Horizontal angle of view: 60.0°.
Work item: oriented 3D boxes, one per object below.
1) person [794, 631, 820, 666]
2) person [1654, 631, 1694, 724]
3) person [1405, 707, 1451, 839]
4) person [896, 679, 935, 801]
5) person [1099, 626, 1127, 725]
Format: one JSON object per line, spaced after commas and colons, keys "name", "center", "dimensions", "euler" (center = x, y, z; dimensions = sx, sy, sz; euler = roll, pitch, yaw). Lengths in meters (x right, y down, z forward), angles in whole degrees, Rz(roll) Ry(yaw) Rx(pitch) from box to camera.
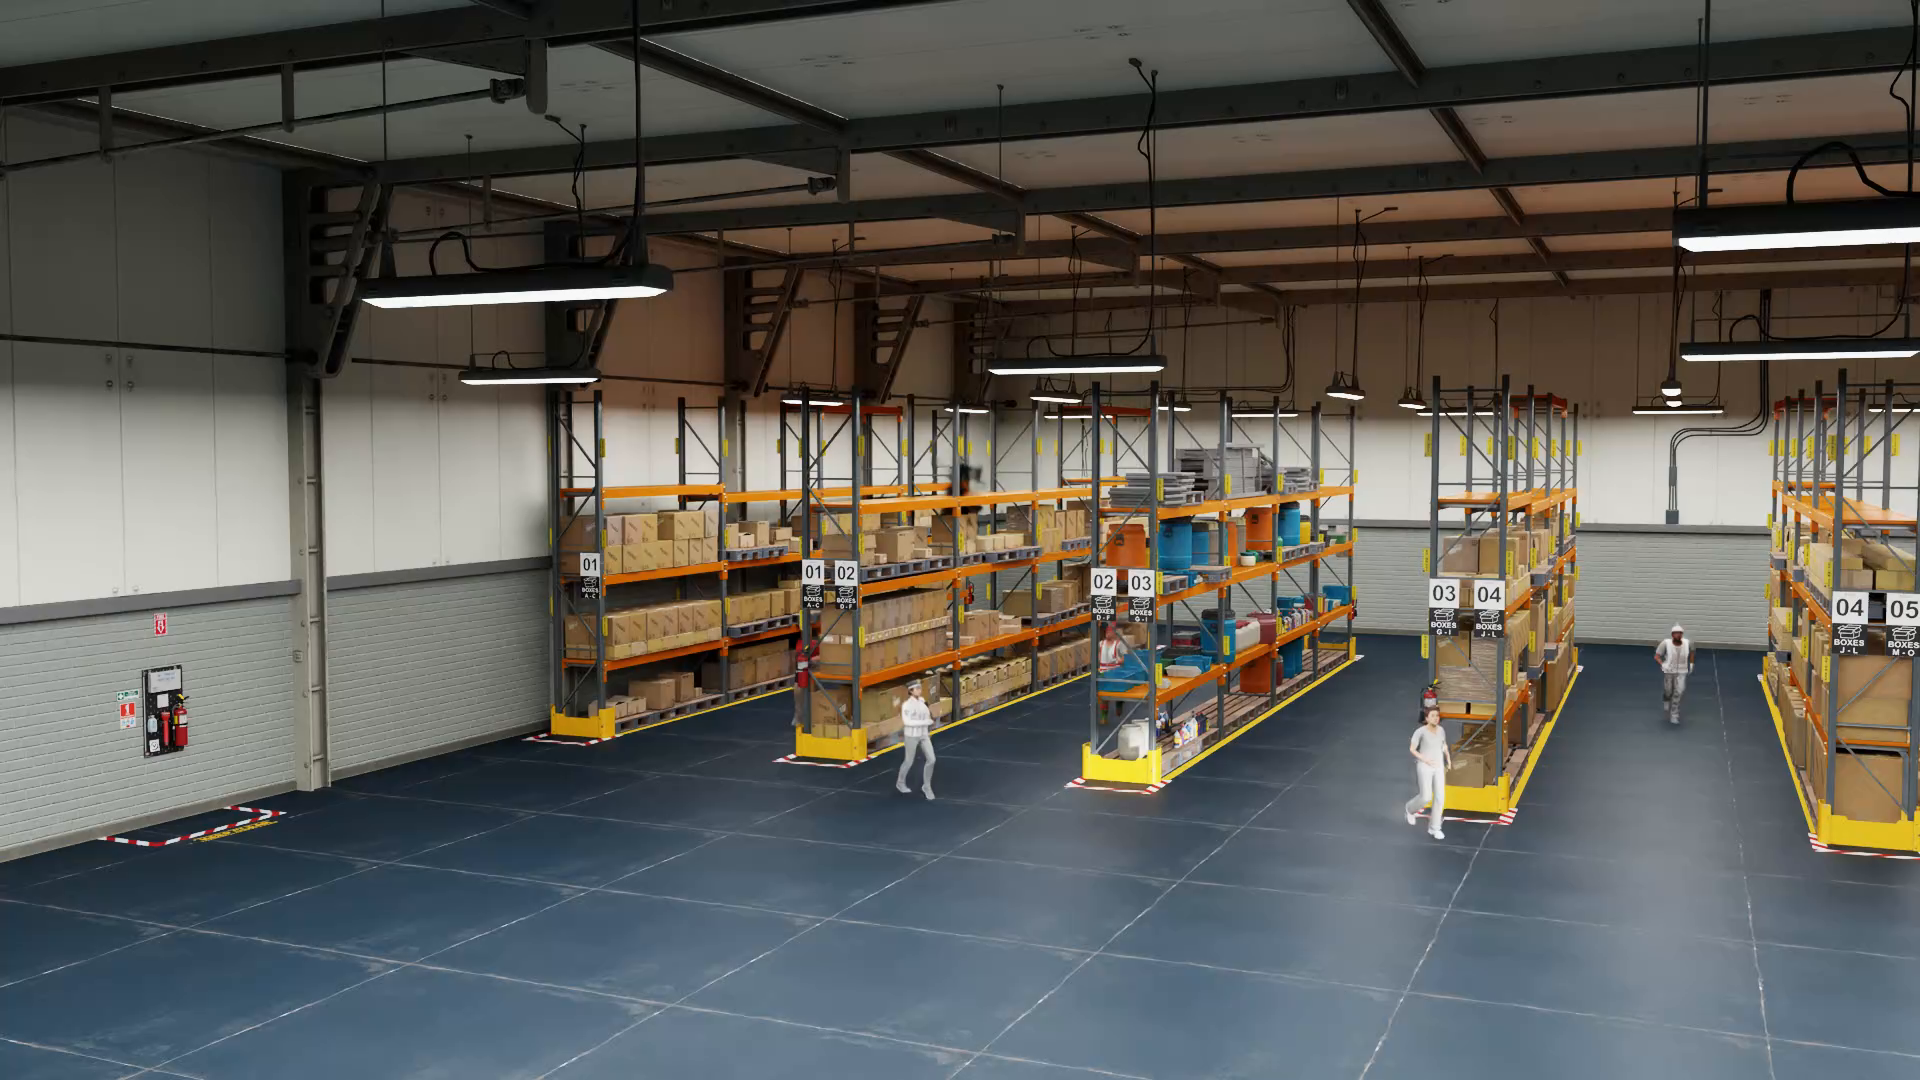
{"name": "person", "center": [-2.751, 1.979, 30.194], "dimensions": [0.616, 0.691, 0.461], "euler": [1, 3, 20]}
{"name": "person", "center": [13.116, 2.461, 30.527], "dimensions": [0.705, 1.732, 0.943], "euler": [1, 3, 11]}
{"name": "person", "center": [6.096, 2.988, 21.613], "dimensions": [0.589, 1.669, 0.762], "euler": [-1, 3, -17]}
{"name": "person", "center": [-0.660, 2.840, 23.786], "dimensions": [0.311, 1.744, 0.664], "euler": [-3, 4, -41]}
{"name": "person", "center": [2.710, 2.425, 30.056], "dimensions": [0.642, 1.768, 0.963], "euler": [1, 3, 19]}
